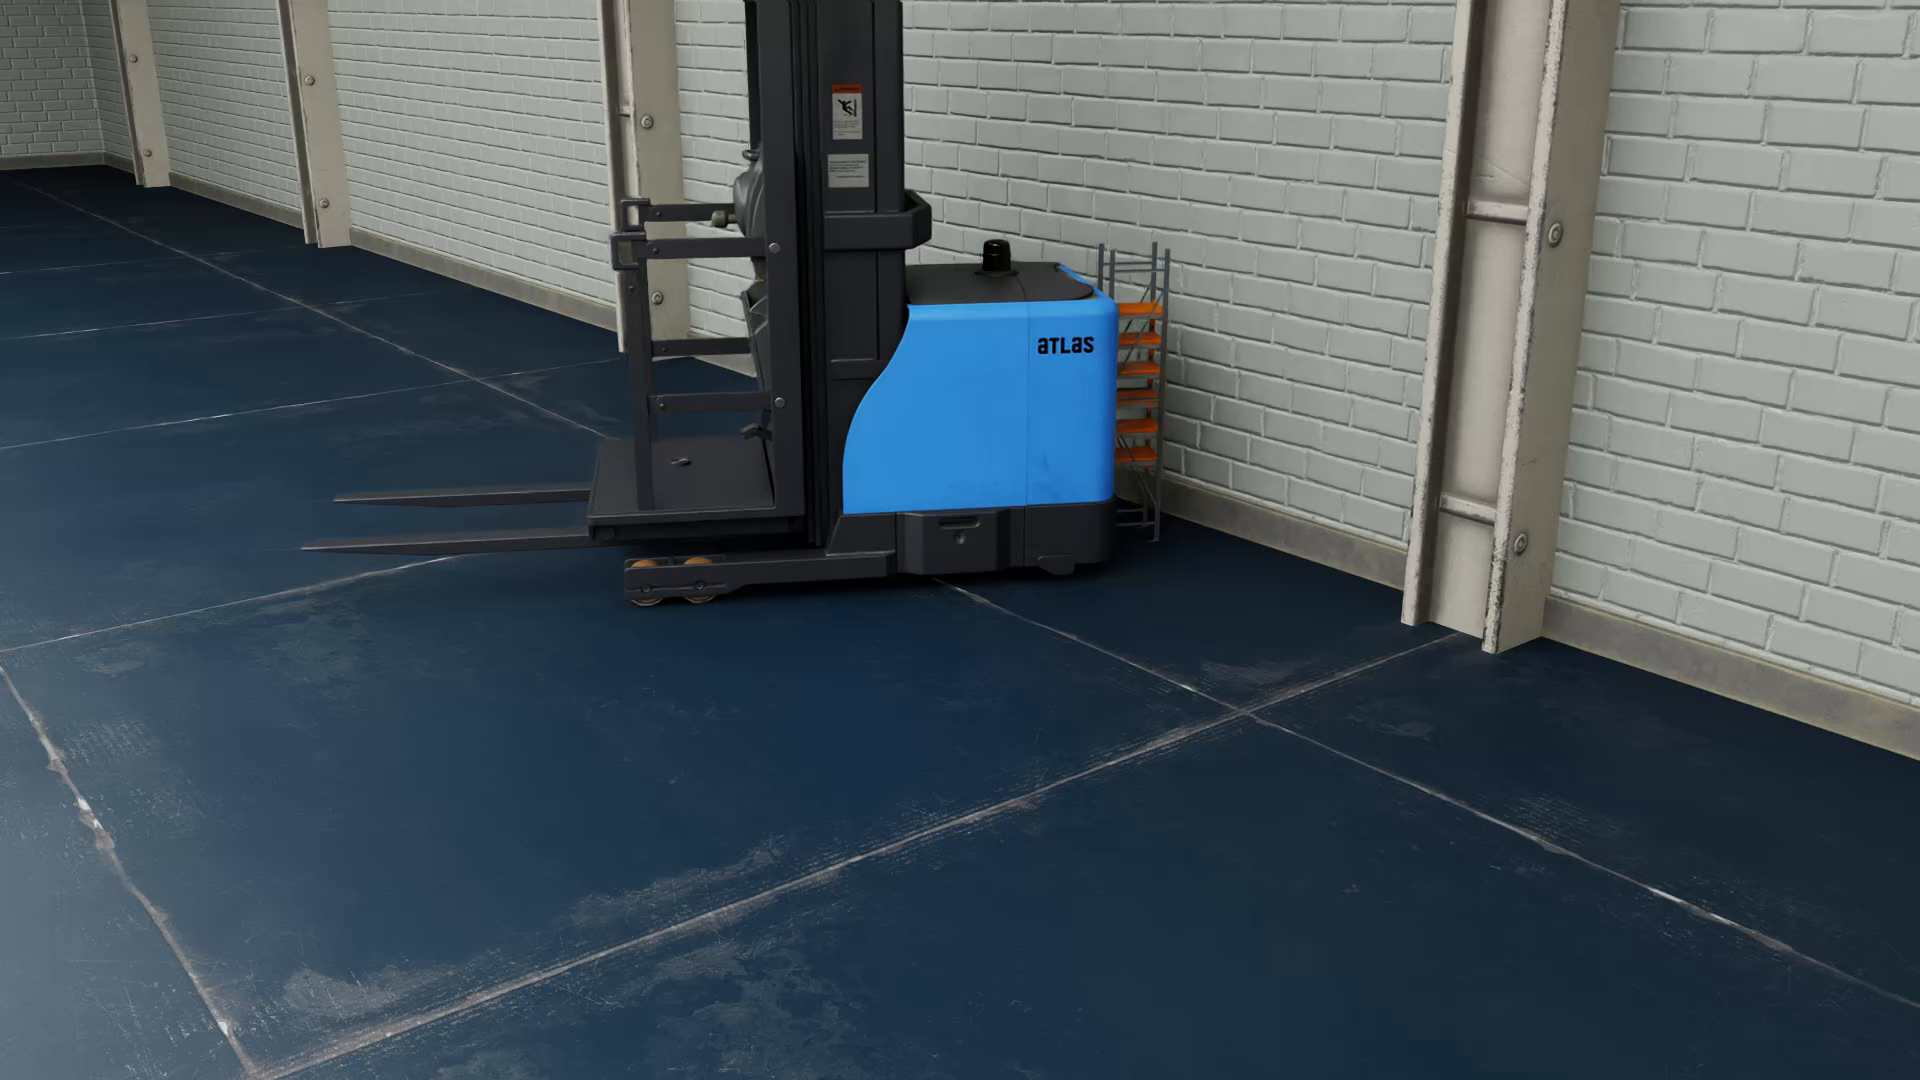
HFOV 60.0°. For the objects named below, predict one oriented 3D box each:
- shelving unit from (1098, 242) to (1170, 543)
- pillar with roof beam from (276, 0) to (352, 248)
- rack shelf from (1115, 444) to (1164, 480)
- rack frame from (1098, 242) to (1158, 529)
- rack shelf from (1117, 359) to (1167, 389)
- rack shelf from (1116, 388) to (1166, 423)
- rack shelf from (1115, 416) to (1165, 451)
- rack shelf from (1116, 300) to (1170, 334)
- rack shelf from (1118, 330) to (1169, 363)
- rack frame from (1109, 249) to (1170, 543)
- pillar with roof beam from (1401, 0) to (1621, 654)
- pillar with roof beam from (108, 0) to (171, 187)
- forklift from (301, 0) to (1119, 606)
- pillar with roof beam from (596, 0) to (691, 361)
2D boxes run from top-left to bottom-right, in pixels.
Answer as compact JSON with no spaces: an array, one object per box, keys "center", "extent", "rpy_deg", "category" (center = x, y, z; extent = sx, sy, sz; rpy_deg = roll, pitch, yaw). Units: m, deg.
[{"center":[0.684,-0.585,6.720],"extent":[0.258,1.200,0.189],"rpy_deg":[-3,19,-9],"category":"shelving unit"},{"center":[-9.001,-6.077,10.899],"extent":[9.100,9.000,0.400],"rpy_deg":[-14,23,-36],"category":"pillar with roof beam"},{"center":[0.684,-0.315,6.809],"extent":[0.258,0.103,0.180],"rpy_deg":[-3,19,-9],"category":"rack shelf"},{"center":[0.669,-0.613,6.805],"extent":[0.240,1.200,0.006],"rpy_deg":[-3,19,-9],"category":"rack frame"},{"center":[0.684,-0.657,6.696],"extent":[0.258,0.103,0.180],"rpy_deg":[-3,19,-9],"category":"rack shelf"},{"center":[0.684,-0.543,6.734],"extent":[0.258,0.103,0.180],"rpy_deg":[-3,19,-9],"category":"rack shelf"},{"center":[0.684,-0.429,6.771],"extent":[0.258,0.103,0.180],"rpy_deg":[-3,19,-9],"category":"rack shelf"},{"center":[0.684,-0.884,6.621],"extent":[0.258,0.103,0.180],"rpy_deg":[-3,19,-9],"category":"rack shelf"},{"center":[0.684,-0.770,6.658],"extent":[0.258,0.103,0.180],"rpy_deg":[-3,19,-9],"category":"rack shelf"},{"center":[0.699,-0.556,6.634],"extent":[0.240,1.200,0.006],"rpy_deg":[-3,19,-9],"category":"rack frame"},{"center":[-1.550,-3.120,1.969],"extent":[9.100,9.000,0.400],"rpy_deg":[-14,23,-36],"category":"pillar with roof beam"},{"center":[-12.726,-7.555,15.364],"extent":[9.100,9.000,0.400],"rpy_deg":[-14,23,-36],"category":"pillar with roof beam"},{"center":[-0.960,-1.327,6.207],"extent":[3.031,2.935,1.130],"rpy_deg":[-3,19,-9],"category":"forklift"},{"center":[-5.275,-4.598,6.434],"extent":[9.100,9.000,0.400],"rpy_deg":[-14,23,-36],"category":"pillar with roof beam"}]
